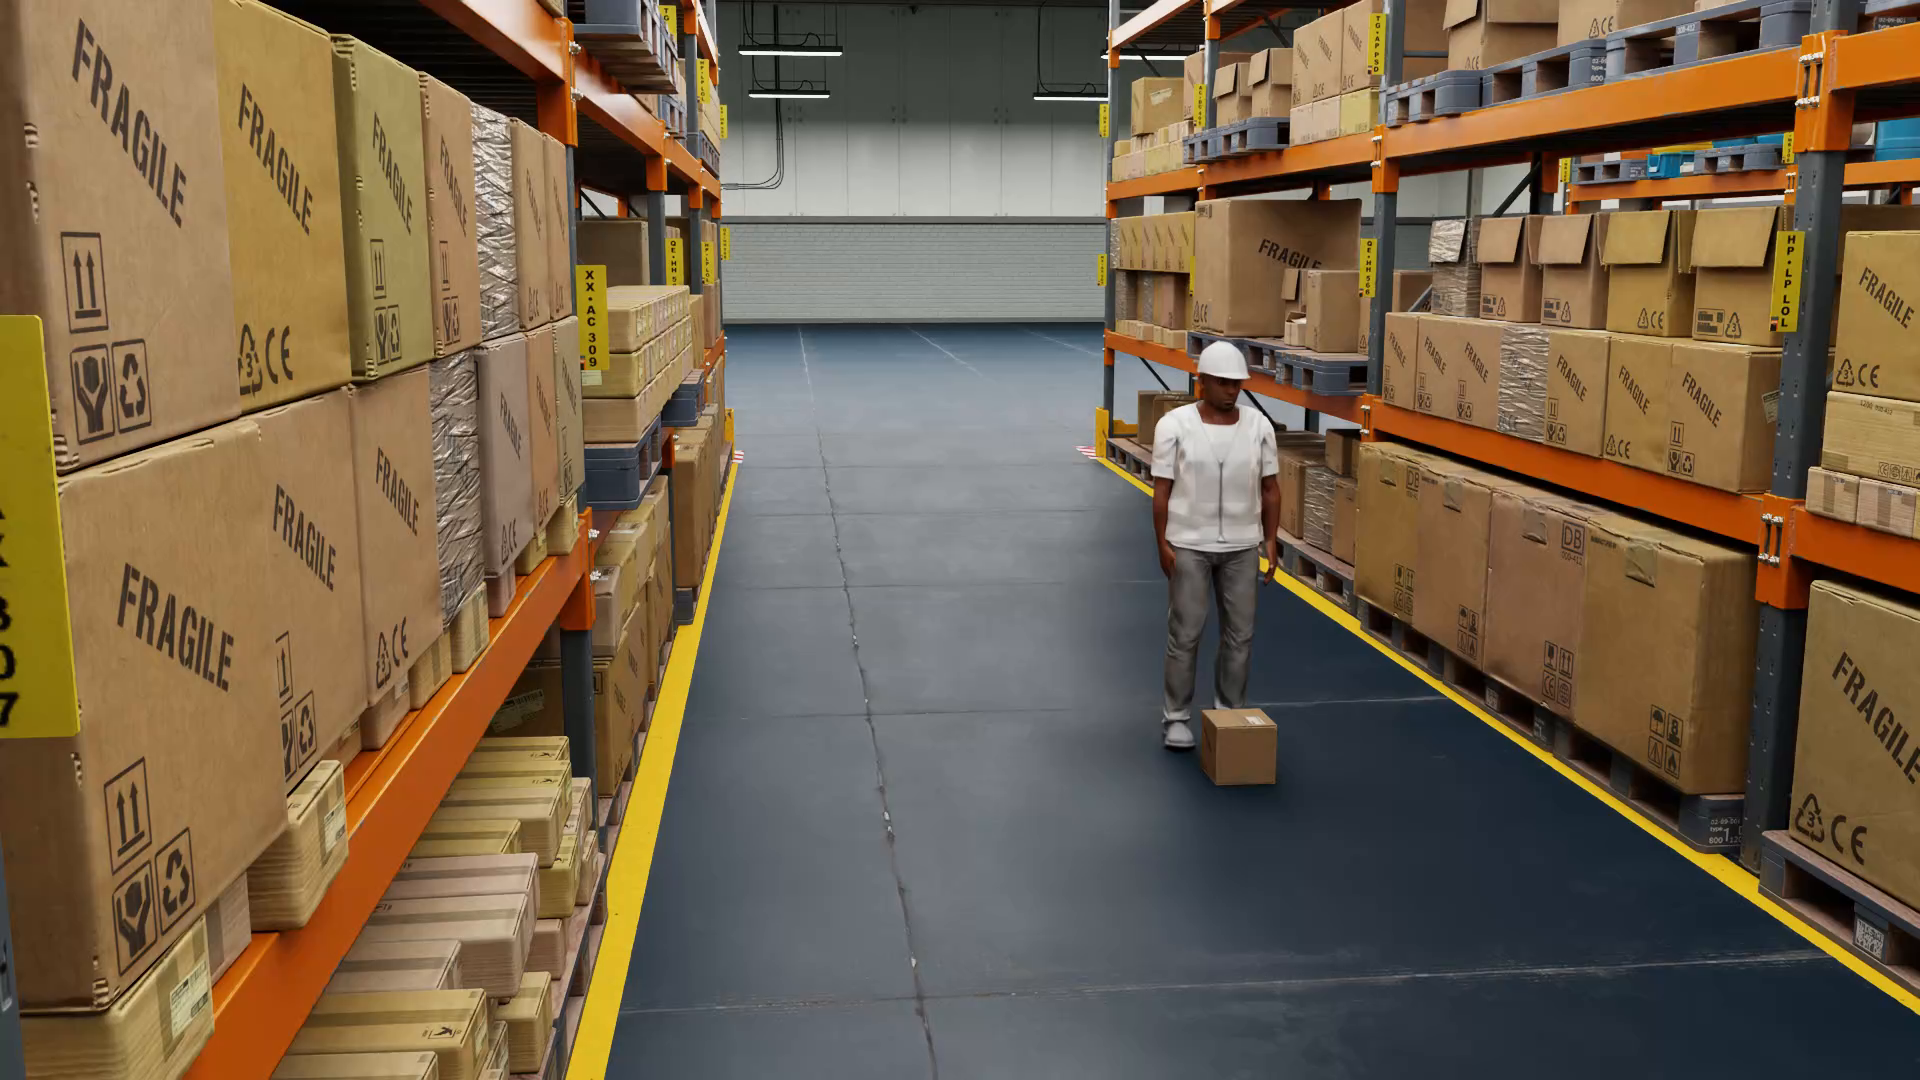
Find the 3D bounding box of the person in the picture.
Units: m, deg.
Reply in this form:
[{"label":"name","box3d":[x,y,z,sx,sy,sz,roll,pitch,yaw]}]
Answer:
[{"label":"person","box3d":[1.112,0.021,7.218,0.565,1.763,0.359,-1,10,-5]}]
